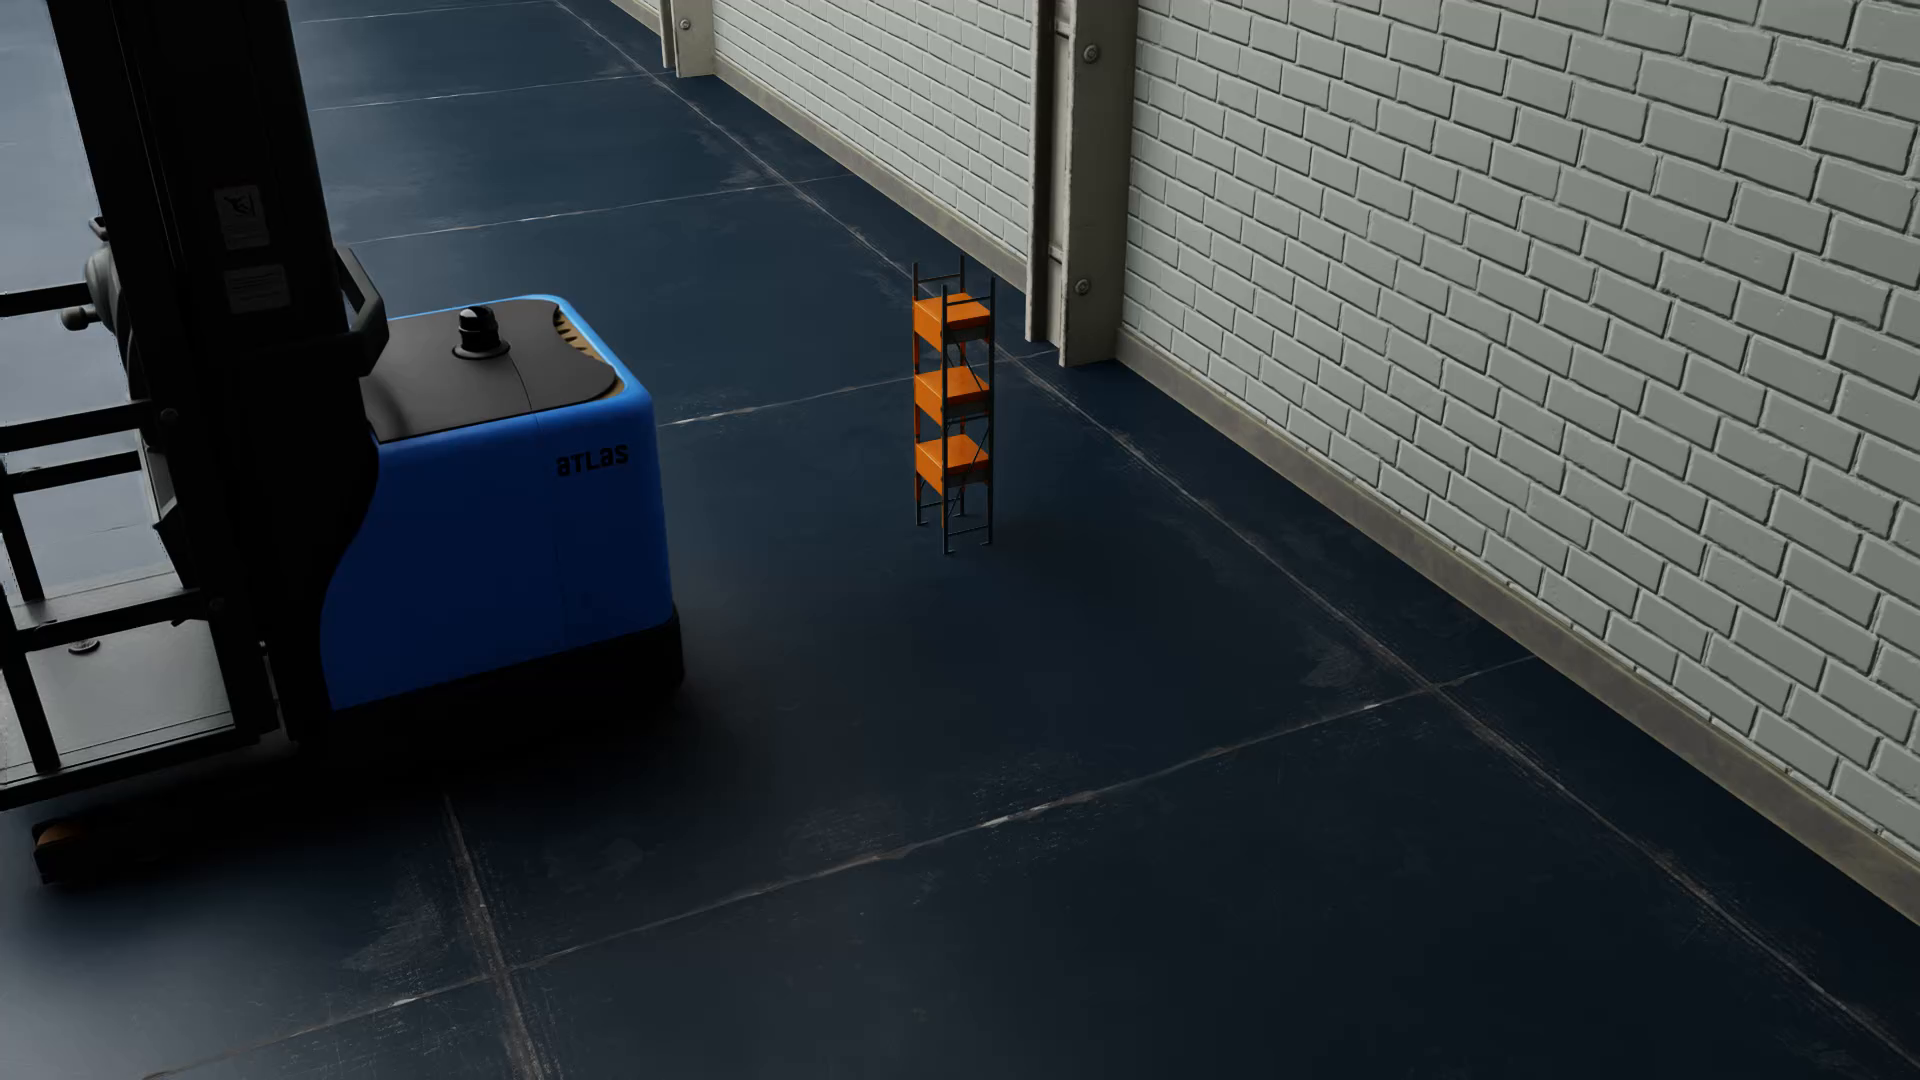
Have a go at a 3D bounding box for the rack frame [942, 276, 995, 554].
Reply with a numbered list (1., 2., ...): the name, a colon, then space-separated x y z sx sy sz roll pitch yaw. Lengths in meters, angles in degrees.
1. rack frame: 0.029 -0.428 5.939 0.200 1.050 0.008 -13 32 -22

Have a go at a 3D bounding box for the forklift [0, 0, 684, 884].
1. forklift: -2.429 -0.633 4.382 3.031 2.935 1.130 -15 32 -24

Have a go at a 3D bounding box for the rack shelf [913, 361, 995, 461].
1. rack shelf: -0.023 -0.472 6.041 0.215 0.259 0.240 -13 32 -22

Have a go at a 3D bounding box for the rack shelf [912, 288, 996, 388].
1. rack shelf: -0.023 -0.720 5.902 0.215 0.259 0.240 -13 32 -22

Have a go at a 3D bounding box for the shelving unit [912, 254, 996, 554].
1. shelving unit: -0.023 -0.482 6.035 0.215 1.050 0.252 -13 32 -22

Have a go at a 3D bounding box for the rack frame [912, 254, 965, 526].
1. rack frame: -0.075 -0.535 6.131 0.200 1.050 0.008 -13 32 -22

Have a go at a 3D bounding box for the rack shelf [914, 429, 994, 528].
1. rack shelf: -0.023 -0.230 6.176 0.215 0.259 0.240 -13 32 -22

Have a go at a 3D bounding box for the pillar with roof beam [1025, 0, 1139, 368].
1. pillar with roof beam: -3.354 -3.935 4.067 9.100 9.000 0.400 -13 32 -22

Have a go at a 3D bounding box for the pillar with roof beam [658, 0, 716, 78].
1. pillar with roof beam: -5.930 -6.585 8.793 9.100 9.000 0.400 -13 32 -22
